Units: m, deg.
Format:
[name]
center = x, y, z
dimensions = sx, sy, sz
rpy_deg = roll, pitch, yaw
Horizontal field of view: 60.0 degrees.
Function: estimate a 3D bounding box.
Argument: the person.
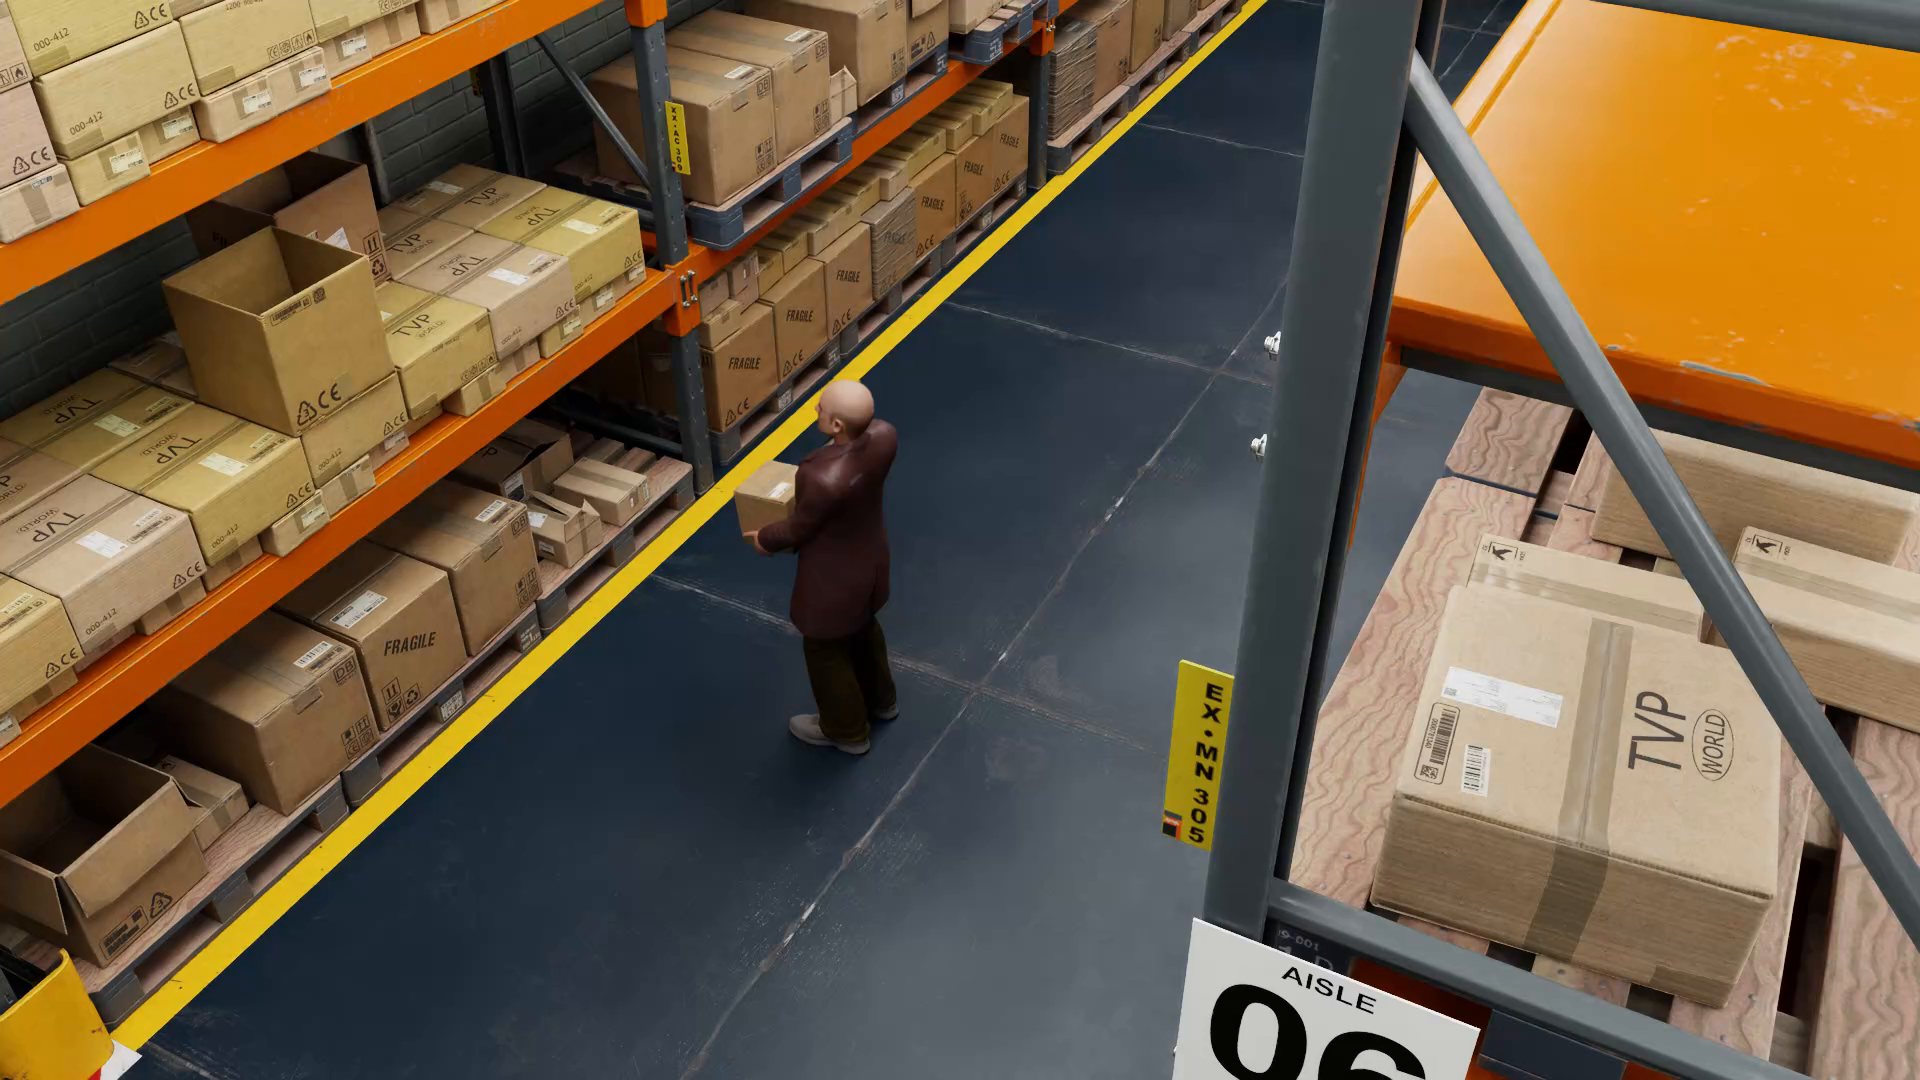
[person]
center = -0.559, 0.070, 6.676
dimensions = 0.563, 1.770, 0.530
rpy_deg = 18, 41, 22
